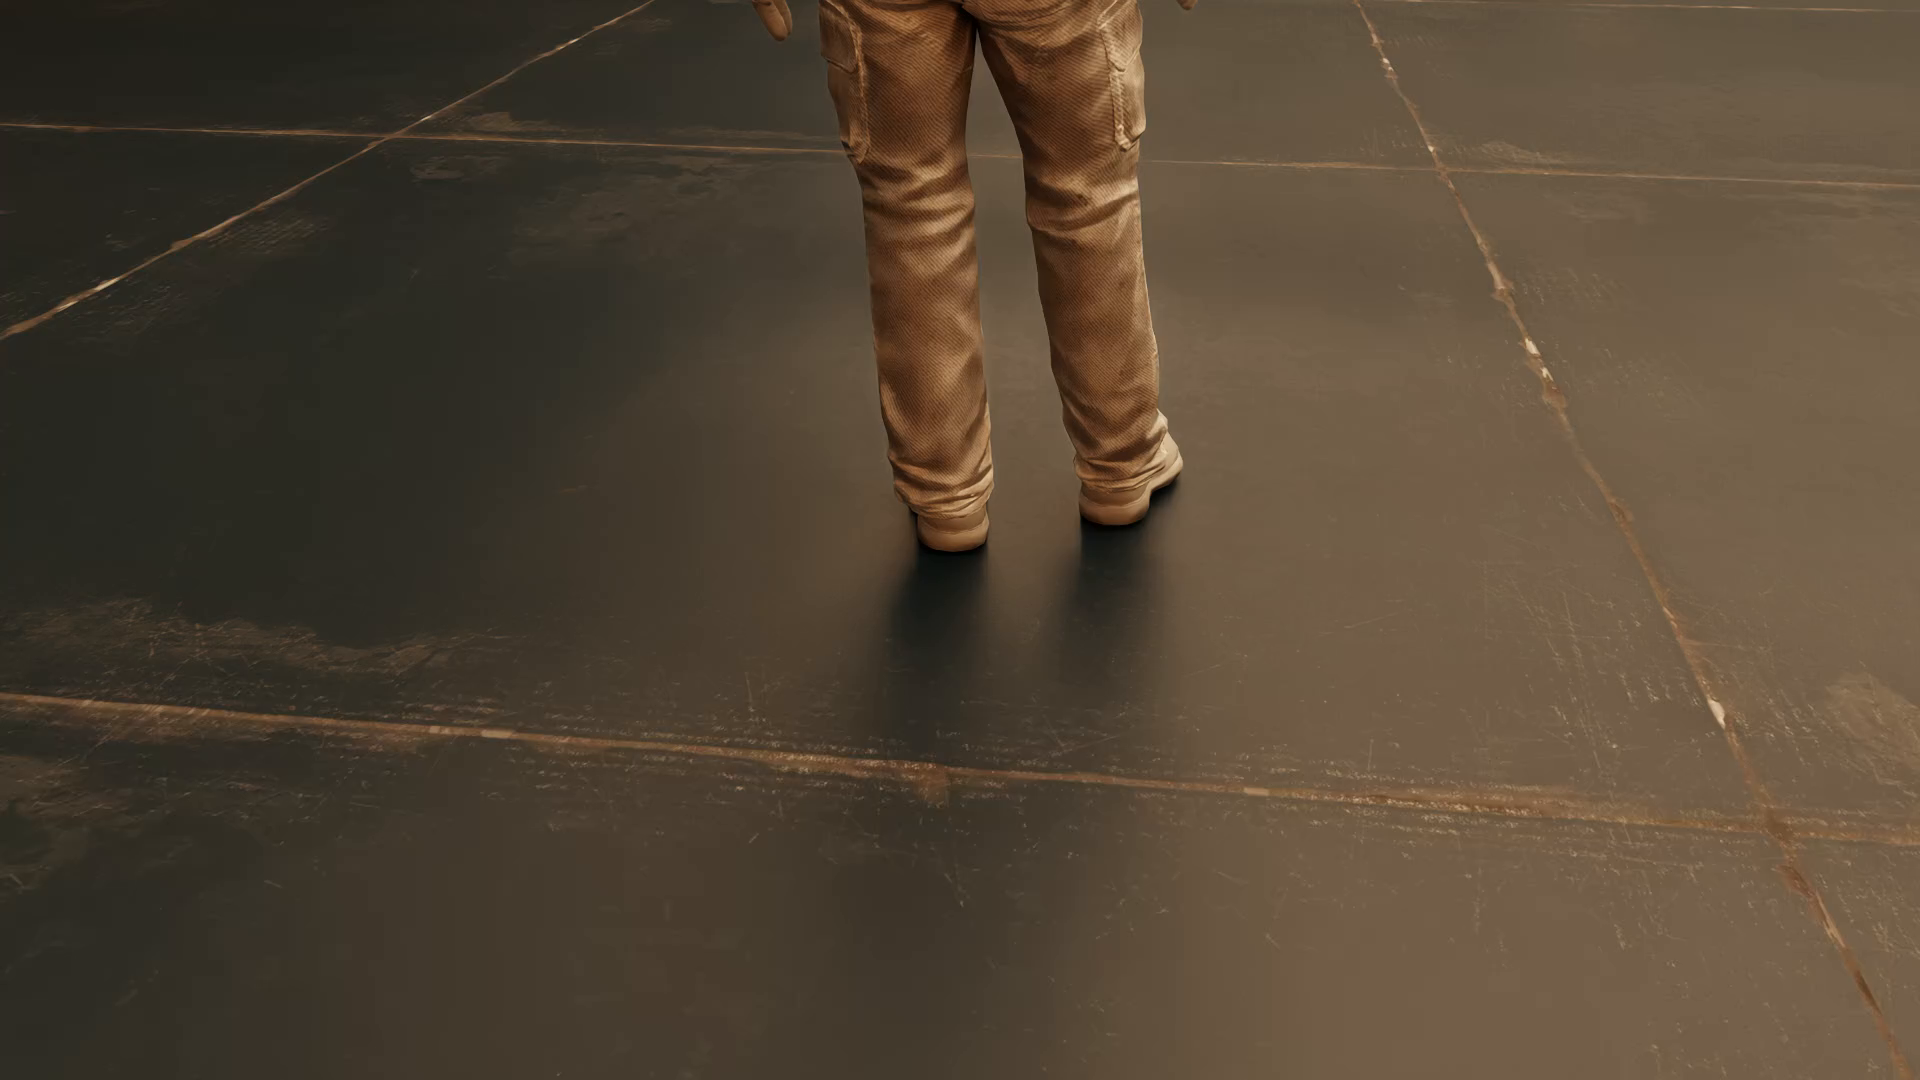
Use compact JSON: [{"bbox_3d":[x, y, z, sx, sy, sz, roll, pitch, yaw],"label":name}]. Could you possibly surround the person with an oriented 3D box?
[{"bbox_3d":[0.018,-0.836,2.161,0.656,1.782,0.577,3,27,7],"label":"person"}]
